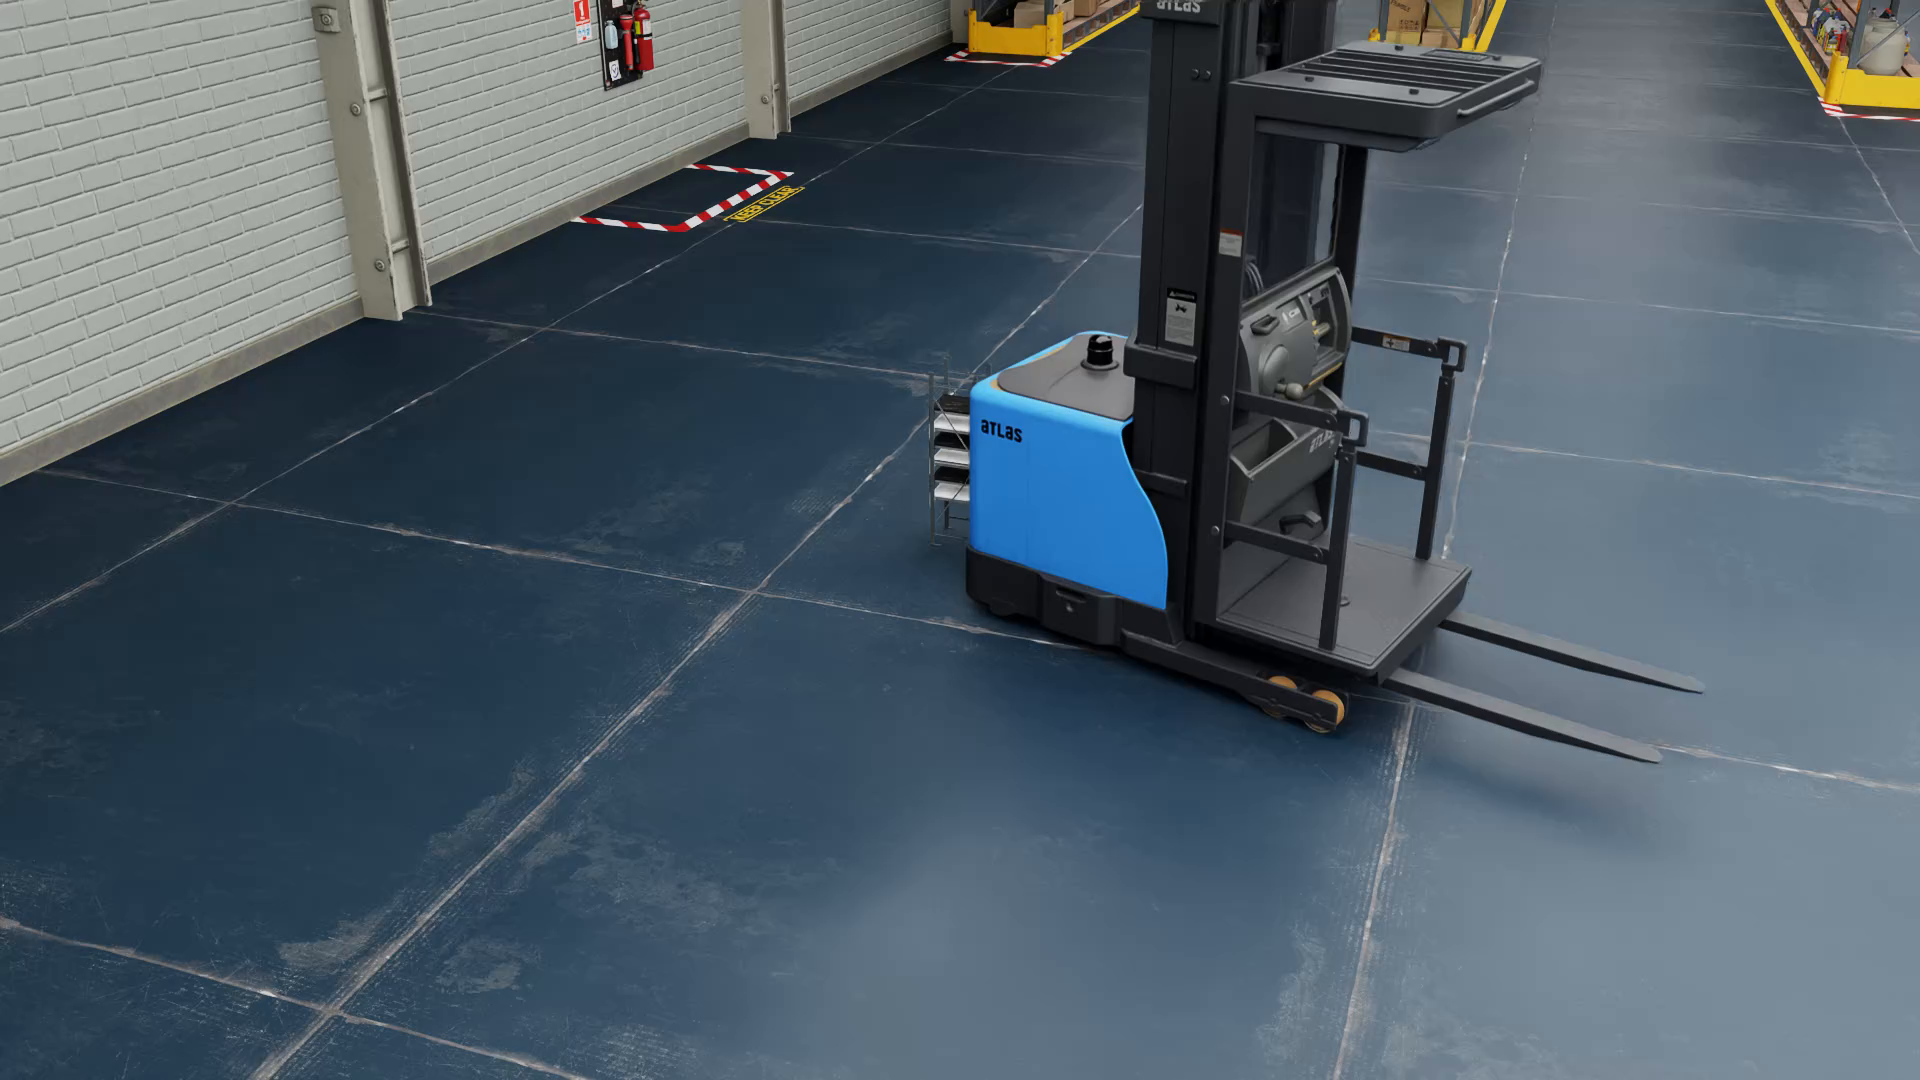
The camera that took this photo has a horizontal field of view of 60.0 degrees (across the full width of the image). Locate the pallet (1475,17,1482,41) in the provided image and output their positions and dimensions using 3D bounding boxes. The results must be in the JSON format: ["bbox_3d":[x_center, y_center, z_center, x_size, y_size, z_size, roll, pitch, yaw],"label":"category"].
[{"bbox_3d":[6.366,-6.816,22.086,1.003,0.211,1.213,9,27,17],"label":"pallet"}]

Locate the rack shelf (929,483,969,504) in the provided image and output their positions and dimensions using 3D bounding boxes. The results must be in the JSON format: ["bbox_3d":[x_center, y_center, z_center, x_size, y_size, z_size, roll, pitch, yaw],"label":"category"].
[{"bbox_3d":[0.003,-0.216,8.154,0.258,0.077,0.200,9,27,17],"label":"rack shelf"}]

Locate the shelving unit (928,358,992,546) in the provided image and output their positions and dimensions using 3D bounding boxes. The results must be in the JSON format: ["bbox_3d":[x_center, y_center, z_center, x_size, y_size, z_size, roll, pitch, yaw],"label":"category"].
[{"bbox_3d":[0.003,-0.408,8.061,0.258,0.900,0.210,9,27,17],"label":"shelving unit"}]

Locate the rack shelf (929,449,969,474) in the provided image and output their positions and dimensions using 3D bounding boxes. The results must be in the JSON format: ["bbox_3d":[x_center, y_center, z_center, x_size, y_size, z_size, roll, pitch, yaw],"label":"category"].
[{"bbox_3d":[0.003,-0.378,8.075,0.258,0.077,0.200,9,27,17],"label":"rack shelf"}]

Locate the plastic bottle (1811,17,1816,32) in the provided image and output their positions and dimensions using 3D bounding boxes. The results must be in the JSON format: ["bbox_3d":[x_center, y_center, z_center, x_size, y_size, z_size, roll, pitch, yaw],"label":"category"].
[{"bbox_3d":[10.787,-6.502,20.942,0.097,0.201,0.097,0,26,0],"label":"plastic bottle"}]

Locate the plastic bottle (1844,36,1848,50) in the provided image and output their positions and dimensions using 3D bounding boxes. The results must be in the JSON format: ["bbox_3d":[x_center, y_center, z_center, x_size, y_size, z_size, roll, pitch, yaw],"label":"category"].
[{"bbox_3d":[10.487,-5.931,19.765,0.097,0.201,0.097,0,26,0],"label":"plastic bottle"}]

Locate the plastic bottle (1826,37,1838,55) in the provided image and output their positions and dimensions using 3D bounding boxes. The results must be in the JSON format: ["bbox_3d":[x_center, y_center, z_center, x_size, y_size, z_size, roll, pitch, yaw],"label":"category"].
[{"bbox_3d":[10.207,-5.785,19.463,0.097,0.201,0.097,0,26,0],"label":"plastic bottle"}]

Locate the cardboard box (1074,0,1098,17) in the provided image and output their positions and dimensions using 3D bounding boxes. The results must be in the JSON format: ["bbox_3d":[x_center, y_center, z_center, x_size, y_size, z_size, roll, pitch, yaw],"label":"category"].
[{"bbox_3d":[1.463,-7.338,22.327,0.700,0.500,0.500,7,27,14],"label":"cardboard box"}]

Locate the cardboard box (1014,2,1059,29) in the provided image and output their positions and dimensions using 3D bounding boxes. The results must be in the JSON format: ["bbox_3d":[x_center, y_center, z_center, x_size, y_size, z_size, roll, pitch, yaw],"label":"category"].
[{"bbox_3d":[0.982,-6.724,21.276,0.500,0.311,0.500,6,26,12],"label":"cardboard box"}]

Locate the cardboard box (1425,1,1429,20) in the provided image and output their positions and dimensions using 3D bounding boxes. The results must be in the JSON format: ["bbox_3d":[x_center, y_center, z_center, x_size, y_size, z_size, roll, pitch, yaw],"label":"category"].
[{"bbox_3d":[5.556,-6.714,20.487,0.500,0.500,0.500,9,27,17],"label":"cardboard box"}]

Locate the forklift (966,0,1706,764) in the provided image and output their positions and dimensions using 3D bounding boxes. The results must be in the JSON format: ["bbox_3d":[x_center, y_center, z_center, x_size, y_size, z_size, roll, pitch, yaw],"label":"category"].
[{"bbox_3d":[1.518,-0.811,6.562,3.031,2.935,1.130,17,31,32],"label":"forklift"}]

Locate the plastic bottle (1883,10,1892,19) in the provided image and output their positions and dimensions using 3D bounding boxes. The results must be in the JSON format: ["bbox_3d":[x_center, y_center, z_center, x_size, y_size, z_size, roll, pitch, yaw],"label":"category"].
[{"bbox_3d":[11.334,-6.293,20.339,0.144,0.351,0.185,7,27,15],"label":"plastic bottle"}]

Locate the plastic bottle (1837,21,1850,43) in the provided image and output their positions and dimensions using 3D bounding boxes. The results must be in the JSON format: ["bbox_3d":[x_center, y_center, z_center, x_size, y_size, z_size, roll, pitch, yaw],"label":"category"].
[{"bbox_3d":[10.624,-6.109,20.047,0.152,0.276,0.135,9,27,17],"label":"plastic bottle"}]

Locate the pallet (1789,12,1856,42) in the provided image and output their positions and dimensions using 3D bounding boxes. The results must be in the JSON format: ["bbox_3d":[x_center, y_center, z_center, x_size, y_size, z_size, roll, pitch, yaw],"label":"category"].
[{"bbox_3d":[11.565,-6.745,21.940,1.003,0.211,1.213,9,27,17],"label":"pallet"}]

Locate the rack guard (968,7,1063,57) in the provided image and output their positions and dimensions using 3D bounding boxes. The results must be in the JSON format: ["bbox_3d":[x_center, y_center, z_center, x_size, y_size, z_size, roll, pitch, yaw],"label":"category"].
[{"bbox_3d":[0.692,-6.371,20.835,1.175,0.500,0.348,9,27,17],"label":"rack guard"}]

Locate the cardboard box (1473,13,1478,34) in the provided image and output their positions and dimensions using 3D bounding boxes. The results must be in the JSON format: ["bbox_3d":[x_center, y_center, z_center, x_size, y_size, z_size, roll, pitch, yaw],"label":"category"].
[{"bbox_3d":[6.228,-6.504,20.914,0.500,0.250,0.500,9,27,17],"label":"cardboard box"}]

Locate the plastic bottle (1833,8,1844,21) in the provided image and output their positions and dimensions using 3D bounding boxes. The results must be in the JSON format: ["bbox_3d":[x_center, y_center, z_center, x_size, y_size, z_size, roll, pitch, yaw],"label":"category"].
[{"bbox_3d":[10.816,-6.385,20.531,0.144,0.351,0.185,9,27,17],"label":"plastic bottle"}]

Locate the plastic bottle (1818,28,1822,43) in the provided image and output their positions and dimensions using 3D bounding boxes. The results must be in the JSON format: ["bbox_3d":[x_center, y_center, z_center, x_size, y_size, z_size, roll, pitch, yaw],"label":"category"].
[{"bbox_3d":[10.501,-6.149,20.213,0.097,0.201,0.097,0,26,0],"label":"plastic bottle"}]

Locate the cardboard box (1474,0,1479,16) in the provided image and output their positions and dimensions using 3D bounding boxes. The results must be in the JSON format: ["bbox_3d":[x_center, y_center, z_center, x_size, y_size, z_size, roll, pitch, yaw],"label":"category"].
[{"bbox_3d":[6.229,-6.841,20.751,0.500,0.500,0.500,9,27,17],"label":"cardboard box"}]

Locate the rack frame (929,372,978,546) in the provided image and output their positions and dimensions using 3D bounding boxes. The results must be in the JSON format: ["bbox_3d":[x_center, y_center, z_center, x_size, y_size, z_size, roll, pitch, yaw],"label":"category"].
[{"bbox_3d":[-0.031,-0.367,7.974,0.240,0.900,0.006,9,27,17],"label":"rack frame"}]

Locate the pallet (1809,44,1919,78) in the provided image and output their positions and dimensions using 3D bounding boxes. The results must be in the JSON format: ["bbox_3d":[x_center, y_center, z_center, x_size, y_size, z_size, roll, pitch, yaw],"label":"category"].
[{"bbox_3d":[10.673,-5.644,19.665,1.003,0.211,1.213,9,27,17],"label":"pallet"}]

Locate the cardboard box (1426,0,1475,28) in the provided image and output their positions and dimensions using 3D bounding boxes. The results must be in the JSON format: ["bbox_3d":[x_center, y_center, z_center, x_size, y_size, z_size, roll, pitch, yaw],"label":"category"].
[{"bbox_3d":[5.892,-6.431,19.903,0.500,0.500,0.500,9,27,17],"label":"cardboard box"}]

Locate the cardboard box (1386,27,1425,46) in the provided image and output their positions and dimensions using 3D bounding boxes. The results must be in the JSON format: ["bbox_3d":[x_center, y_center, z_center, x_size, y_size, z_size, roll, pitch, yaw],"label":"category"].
[{"bbox_3d":[5.239,-5.963,19.797,0.500,0.250,0.500,9,27,17],"label":"cardboard box"}]

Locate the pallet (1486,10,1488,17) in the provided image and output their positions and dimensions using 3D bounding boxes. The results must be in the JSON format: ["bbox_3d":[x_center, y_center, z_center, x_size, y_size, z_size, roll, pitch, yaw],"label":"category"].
[{"bbox_3d":[6.879,-7.445,23.385,1.003,0.211,1.213,9,27,17],"label":"pallet"}]

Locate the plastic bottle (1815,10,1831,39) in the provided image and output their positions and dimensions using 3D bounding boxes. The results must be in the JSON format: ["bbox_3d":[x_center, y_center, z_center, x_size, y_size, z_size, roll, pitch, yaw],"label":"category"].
[{"bbox_3d":[10.618,-6.329,20.414,0.144,0.351,0.185,8,27,15],"label":"plastic bottle"}]

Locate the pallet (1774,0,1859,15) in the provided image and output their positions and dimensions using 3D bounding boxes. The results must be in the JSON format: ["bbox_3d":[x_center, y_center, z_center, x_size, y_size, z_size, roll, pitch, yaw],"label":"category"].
[{"bbox_3d":[12.377,-7.748,24.011,1.003,0.211,1.213,9,27,17],"label":"pallet"}]

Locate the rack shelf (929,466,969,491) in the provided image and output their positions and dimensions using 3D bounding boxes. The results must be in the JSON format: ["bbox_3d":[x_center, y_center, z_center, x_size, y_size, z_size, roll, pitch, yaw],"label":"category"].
[{"bbox_3d":[0.003,-0.297,8.115,0.258,0.077,0.200,9,27,17],"label":"rack shelf"}]

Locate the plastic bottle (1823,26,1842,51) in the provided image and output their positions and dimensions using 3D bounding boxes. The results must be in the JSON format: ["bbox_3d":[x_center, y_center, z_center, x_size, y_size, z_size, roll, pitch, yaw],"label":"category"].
[{"bbox_3d":[10.317,-5.918,19.652,0.152,0.276,0.135,9,27,18],"label":"plastic bottle"}]

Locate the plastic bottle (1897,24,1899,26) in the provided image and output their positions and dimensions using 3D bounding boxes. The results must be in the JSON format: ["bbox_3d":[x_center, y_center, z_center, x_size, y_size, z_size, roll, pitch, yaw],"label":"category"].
[{"bbox_3d":[11.169,-6.060,19.945,0.152,0.276,0.135,9,27,18],"label":"plastic bottle"}]

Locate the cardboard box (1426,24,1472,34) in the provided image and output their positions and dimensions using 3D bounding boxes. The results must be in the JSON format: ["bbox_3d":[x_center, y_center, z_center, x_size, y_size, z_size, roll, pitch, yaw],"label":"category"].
[{"bbox_3d":[5.891,-6.094,20.067,0.500,0.250,0.500,9,27,17],"label":"cardboard box"}]

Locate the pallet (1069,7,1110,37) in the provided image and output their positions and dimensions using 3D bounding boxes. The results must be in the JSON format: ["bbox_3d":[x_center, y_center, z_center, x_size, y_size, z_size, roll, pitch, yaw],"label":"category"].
[{"bbox_3d":[1.403,-7.070,22.609,1.003,0.211,1.213,9,27,17],"label":"pallet"}]

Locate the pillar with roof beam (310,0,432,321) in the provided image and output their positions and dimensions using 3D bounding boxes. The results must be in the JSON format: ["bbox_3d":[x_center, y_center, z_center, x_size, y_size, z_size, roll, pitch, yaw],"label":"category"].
[{"bbox_3d":[0.150,-5.023,8.297,9.100,9.000,0.400,9,27,17],"label":"pillar with roof beam"}]

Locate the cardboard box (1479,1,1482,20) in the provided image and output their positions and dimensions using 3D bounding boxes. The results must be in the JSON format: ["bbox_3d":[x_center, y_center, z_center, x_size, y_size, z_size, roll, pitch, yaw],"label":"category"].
[{"bbox_3d":[6.547,-6.917,21.768,0.500,0.250,0.500,9,27,17],"label":"cardboard box"}]

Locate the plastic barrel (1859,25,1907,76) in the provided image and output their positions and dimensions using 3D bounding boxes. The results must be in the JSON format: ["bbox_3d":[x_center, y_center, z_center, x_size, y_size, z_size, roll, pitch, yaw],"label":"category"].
[{"bbox_3d":[10.156,-5.379,18.291,0.421,0.512,0.421,0,26,0],"label":"plastic barrel"}]

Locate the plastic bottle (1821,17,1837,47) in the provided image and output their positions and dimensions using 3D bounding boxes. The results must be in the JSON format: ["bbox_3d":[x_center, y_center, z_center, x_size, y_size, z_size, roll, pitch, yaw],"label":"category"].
[{"bbox_3d":[10.414,-6.078,19.895,0.144,0.351,0.185,10,28,20],"label":"plastic bottle"}]

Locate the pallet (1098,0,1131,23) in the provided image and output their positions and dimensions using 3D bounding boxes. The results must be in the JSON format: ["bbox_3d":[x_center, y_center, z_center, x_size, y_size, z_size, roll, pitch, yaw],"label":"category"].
[{"bbox_3d":[1.808,-7.573,23.648,1.003,0.211,1.213,9,27,17],"label":"pallet"}]

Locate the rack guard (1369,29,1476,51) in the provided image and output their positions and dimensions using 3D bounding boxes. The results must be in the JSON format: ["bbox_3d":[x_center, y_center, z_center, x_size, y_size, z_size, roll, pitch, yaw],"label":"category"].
[{"bbox_3d":[5.331,-5.613,19.270,1.175,0.500,0.348,9,27,17],"label":"rack guard"}]

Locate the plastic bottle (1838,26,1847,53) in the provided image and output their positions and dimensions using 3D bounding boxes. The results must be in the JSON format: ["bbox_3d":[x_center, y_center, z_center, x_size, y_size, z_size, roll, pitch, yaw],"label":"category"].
[{"bbox_3d":[10.417,-5.907,19.619,0.061,0.283,0.133,9,27,17],"label":"plastic bottle"}]

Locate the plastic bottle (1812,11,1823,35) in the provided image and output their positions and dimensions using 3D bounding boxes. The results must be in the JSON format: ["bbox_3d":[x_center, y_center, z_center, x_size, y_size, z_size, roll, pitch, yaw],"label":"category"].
[{"bbox_3d":[10.739,-6.440,20.730,0.152,0.276,0.135,10,27,19],"label":"plastic bottle"}]

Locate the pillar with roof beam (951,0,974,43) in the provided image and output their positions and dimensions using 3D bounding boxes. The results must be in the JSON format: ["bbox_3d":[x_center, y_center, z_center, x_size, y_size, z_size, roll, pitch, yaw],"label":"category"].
[{"bbox_3d":[4.144,-9.954,18.482,9.100,9.000,0.400,9,27,17],"label":"pillar with roof beam"}]

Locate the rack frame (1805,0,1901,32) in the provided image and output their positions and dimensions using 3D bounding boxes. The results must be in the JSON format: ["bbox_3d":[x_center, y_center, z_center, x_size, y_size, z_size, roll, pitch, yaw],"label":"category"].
[{"bbox_3d":[11.340,-7.672,20.654,1.000,3.000,0.127,9,27,17],"label":"rack frame"}]

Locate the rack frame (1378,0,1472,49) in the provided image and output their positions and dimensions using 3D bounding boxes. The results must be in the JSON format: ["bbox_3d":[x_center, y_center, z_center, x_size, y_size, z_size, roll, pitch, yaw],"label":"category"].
[{"bbox_3d":[5.339,-6.748,18.745,1.000,3.000,0.127,9,27,17],"label":"rack frame"}]

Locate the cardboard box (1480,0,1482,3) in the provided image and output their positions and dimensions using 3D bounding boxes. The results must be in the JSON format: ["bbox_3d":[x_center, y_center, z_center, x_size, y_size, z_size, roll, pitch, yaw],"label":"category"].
[{"bbox_3d":[6.545,-7.255,21.605,0.500,0.500,0.500,9,27,17],"label":"cardboard box"}]

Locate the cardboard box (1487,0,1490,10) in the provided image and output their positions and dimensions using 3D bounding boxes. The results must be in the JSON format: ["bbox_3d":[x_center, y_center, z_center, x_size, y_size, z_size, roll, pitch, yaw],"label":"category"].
[{"bbox_3d":[7.038,-7.473,22.916,0.500,0.250,0.500,8,27,16],"label":"cardboard box"}]

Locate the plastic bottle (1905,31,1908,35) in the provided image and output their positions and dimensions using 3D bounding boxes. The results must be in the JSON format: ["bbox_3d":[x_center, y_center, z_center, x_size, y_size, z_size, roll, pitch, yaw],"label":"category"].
[{"bbox_3d":[10.999,-5.794,19.387,0.061,0.283,0.133,9,27,18],"label":"plastic bottle"}]
